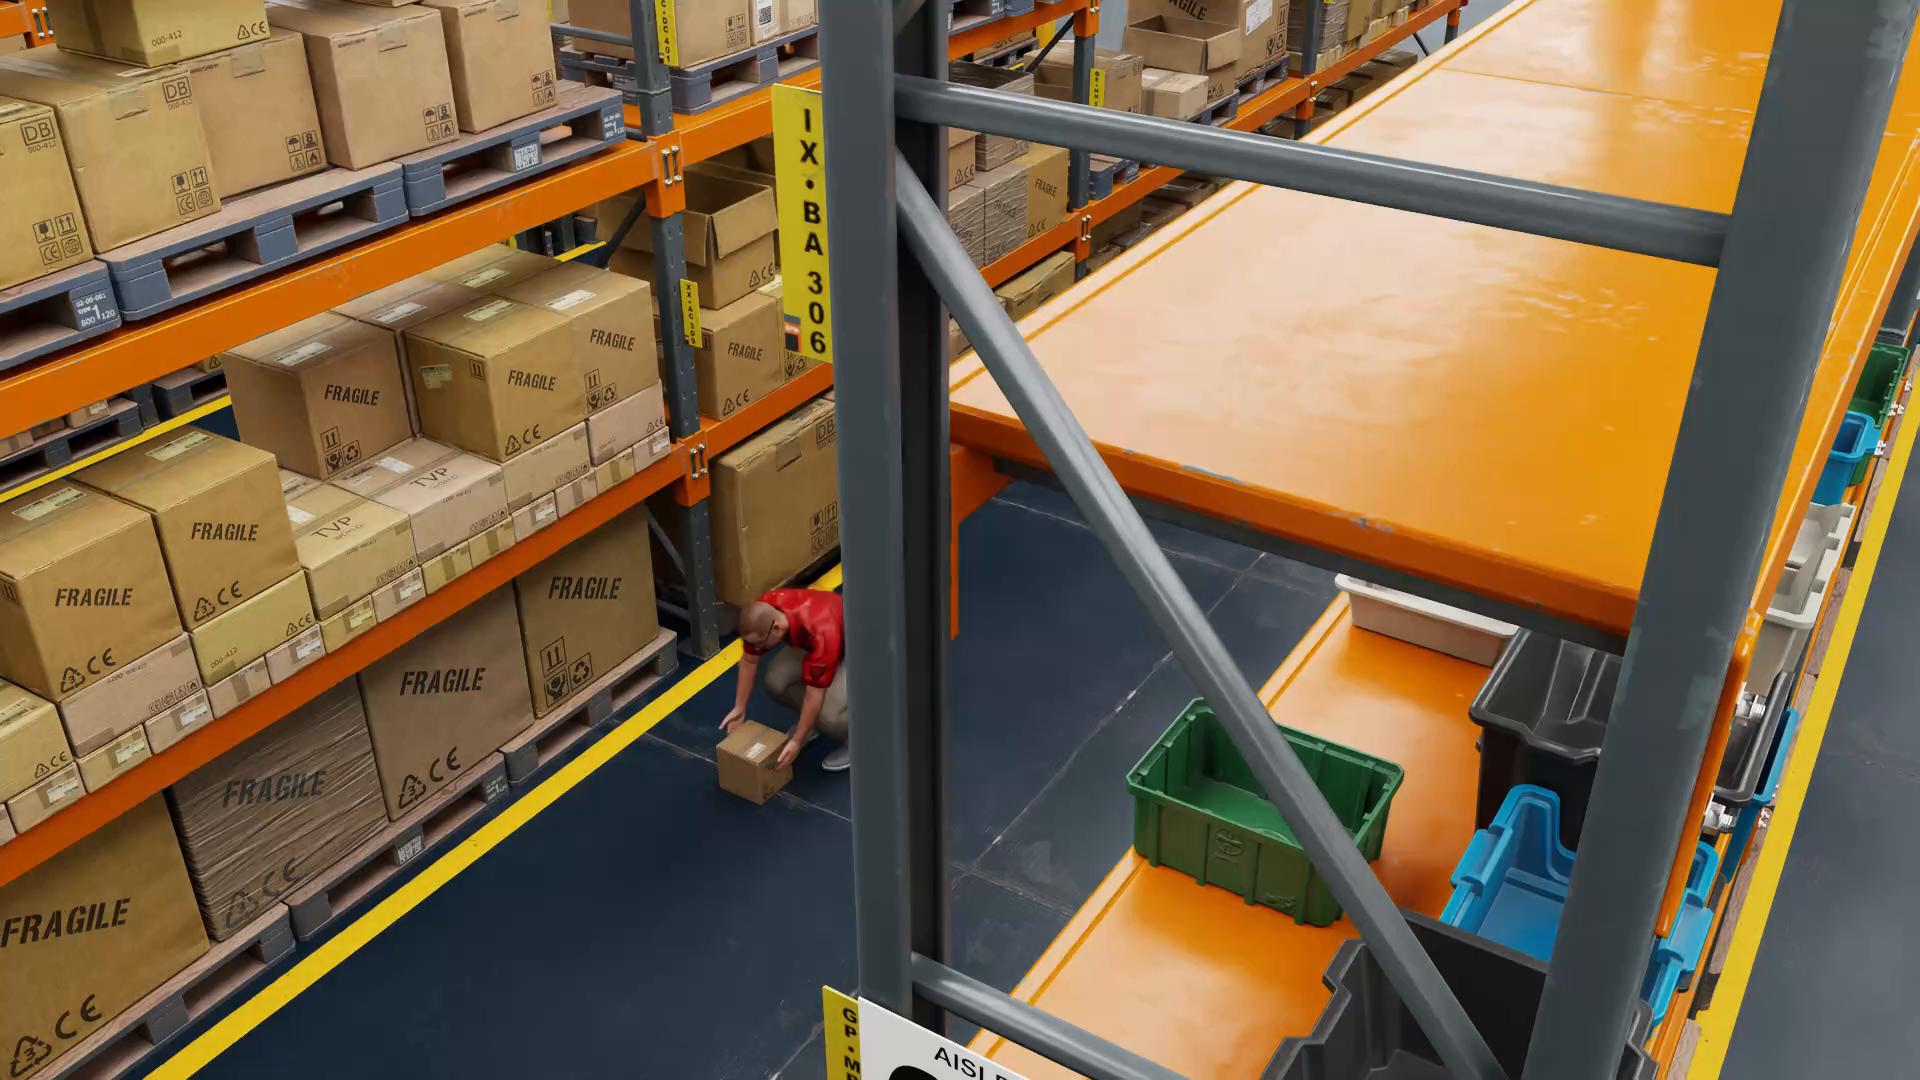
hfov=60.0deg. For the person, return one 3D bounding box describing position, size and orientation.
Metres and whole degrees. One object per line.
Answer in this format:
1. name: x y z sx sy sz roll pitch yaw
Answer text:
1. person: -0.687 0.612 7.853 0.860 1.031 0.572 -24 38 -35
